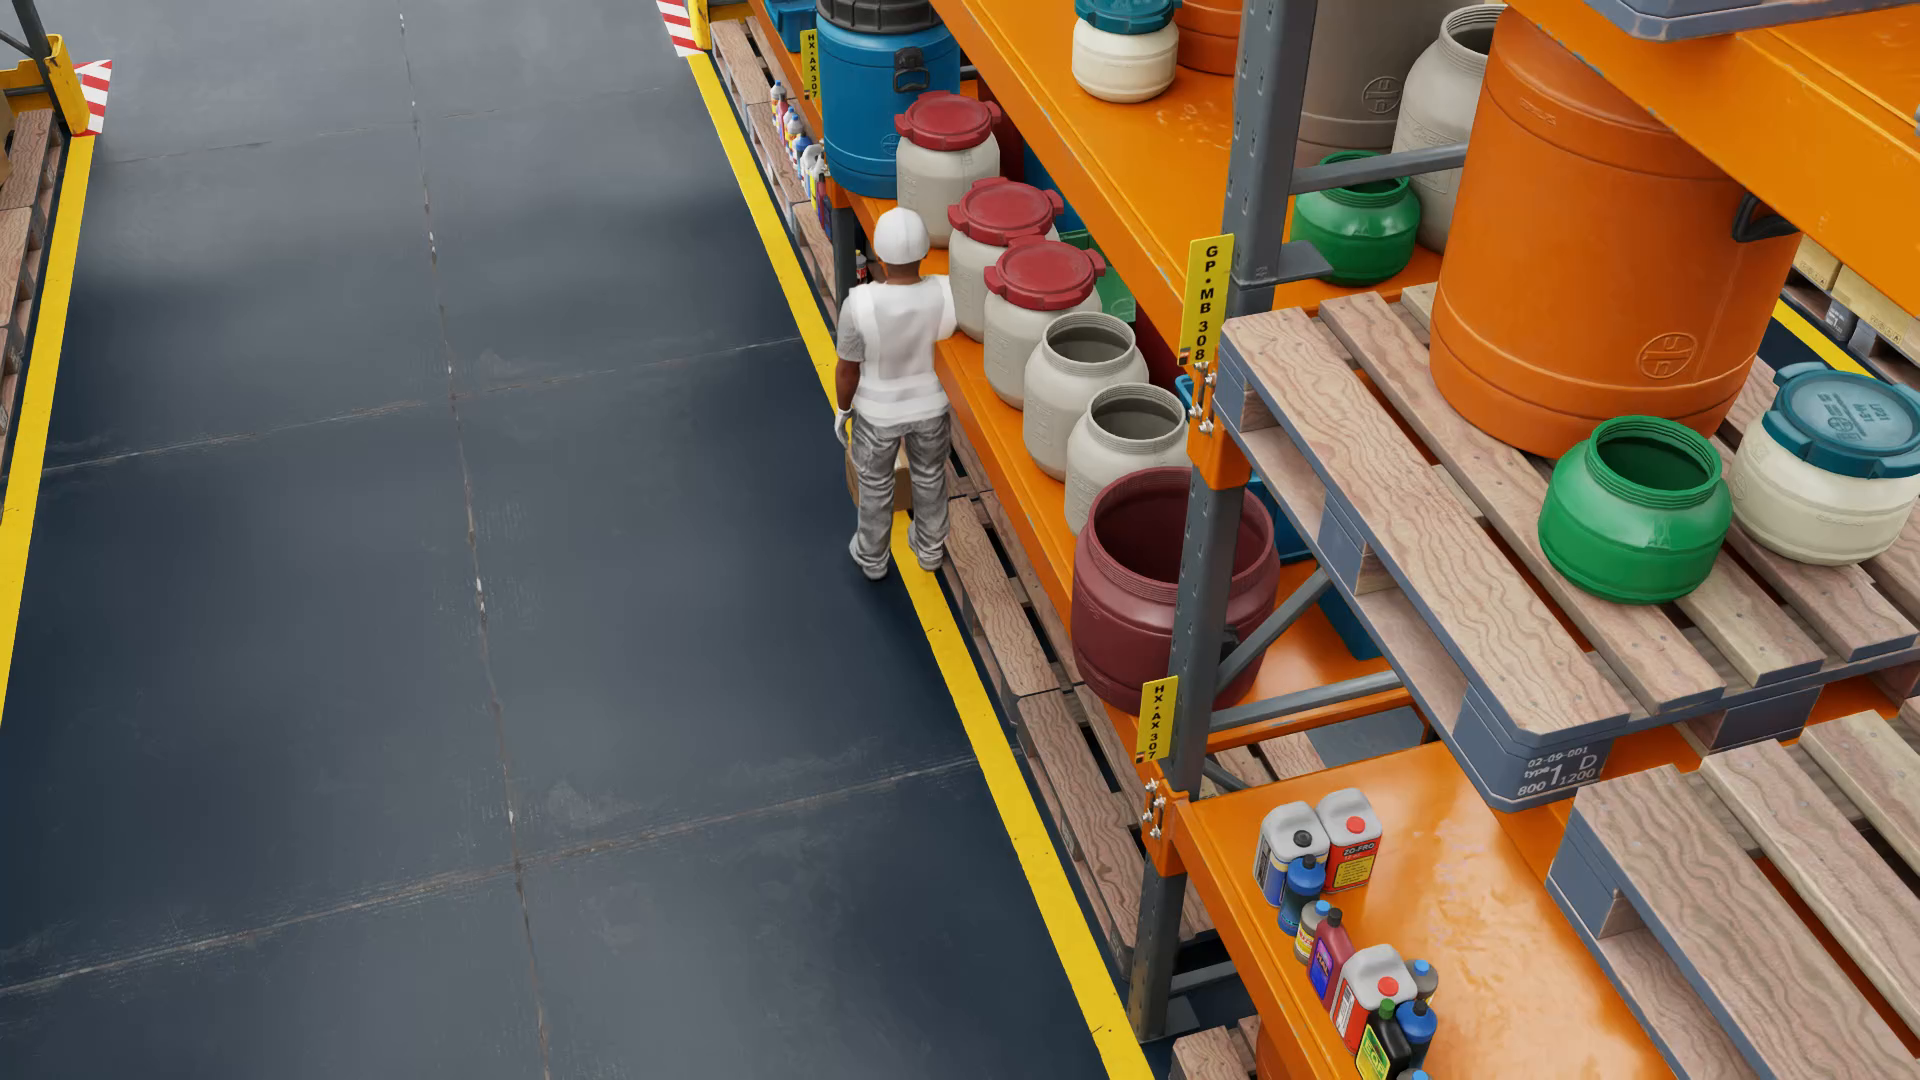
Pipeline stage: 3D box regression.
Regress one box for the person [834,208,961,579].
[{"bbox_3d":[-0.244,-0.578,6.763,0.572,1.798,0.417,-11,43,-12],"label":"person"}]
